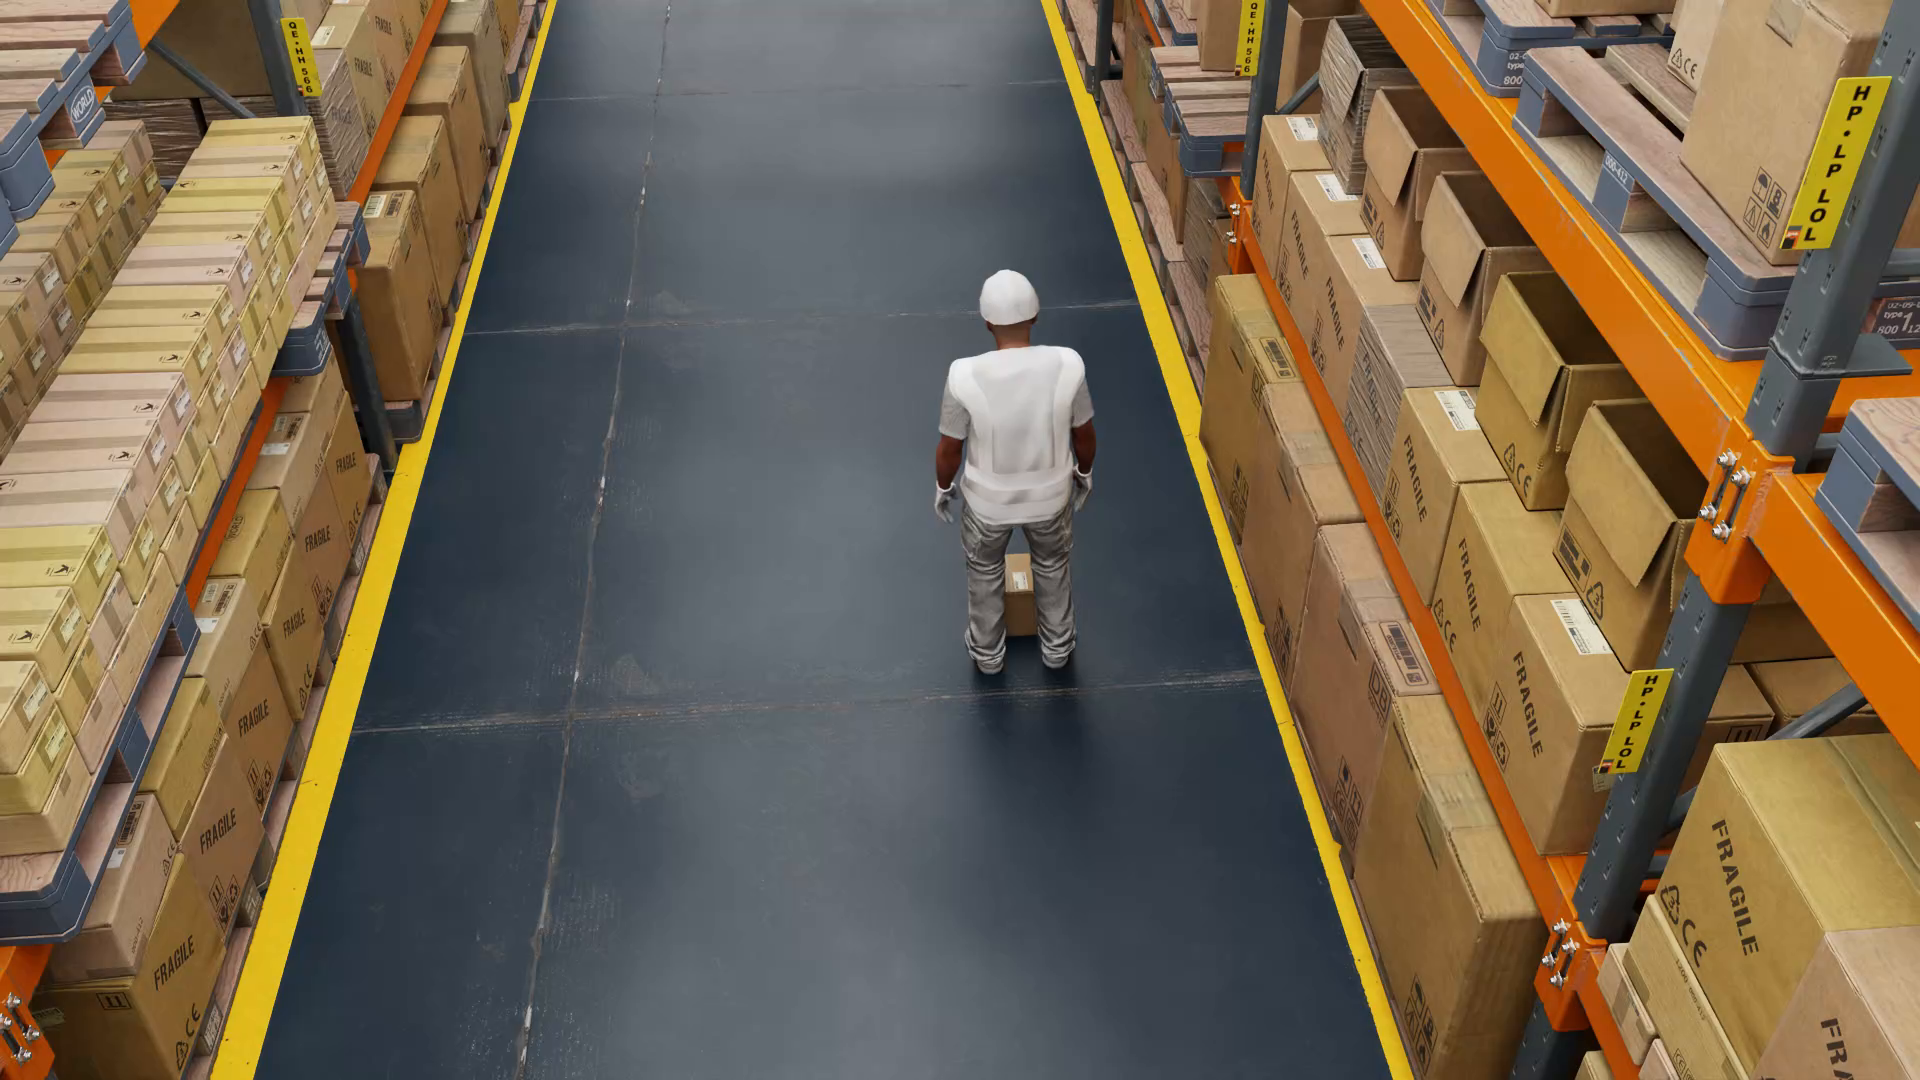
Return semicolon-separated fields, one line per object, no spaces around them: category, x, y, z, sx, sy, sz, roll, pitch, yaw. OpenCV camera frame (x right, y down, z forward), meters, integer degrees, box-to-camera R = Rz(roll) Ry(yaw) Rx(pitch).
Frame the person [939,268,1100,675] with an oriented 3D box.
person;0.229;-0.216;6.414;0.618;1.774;0.447;-2;39;-3
